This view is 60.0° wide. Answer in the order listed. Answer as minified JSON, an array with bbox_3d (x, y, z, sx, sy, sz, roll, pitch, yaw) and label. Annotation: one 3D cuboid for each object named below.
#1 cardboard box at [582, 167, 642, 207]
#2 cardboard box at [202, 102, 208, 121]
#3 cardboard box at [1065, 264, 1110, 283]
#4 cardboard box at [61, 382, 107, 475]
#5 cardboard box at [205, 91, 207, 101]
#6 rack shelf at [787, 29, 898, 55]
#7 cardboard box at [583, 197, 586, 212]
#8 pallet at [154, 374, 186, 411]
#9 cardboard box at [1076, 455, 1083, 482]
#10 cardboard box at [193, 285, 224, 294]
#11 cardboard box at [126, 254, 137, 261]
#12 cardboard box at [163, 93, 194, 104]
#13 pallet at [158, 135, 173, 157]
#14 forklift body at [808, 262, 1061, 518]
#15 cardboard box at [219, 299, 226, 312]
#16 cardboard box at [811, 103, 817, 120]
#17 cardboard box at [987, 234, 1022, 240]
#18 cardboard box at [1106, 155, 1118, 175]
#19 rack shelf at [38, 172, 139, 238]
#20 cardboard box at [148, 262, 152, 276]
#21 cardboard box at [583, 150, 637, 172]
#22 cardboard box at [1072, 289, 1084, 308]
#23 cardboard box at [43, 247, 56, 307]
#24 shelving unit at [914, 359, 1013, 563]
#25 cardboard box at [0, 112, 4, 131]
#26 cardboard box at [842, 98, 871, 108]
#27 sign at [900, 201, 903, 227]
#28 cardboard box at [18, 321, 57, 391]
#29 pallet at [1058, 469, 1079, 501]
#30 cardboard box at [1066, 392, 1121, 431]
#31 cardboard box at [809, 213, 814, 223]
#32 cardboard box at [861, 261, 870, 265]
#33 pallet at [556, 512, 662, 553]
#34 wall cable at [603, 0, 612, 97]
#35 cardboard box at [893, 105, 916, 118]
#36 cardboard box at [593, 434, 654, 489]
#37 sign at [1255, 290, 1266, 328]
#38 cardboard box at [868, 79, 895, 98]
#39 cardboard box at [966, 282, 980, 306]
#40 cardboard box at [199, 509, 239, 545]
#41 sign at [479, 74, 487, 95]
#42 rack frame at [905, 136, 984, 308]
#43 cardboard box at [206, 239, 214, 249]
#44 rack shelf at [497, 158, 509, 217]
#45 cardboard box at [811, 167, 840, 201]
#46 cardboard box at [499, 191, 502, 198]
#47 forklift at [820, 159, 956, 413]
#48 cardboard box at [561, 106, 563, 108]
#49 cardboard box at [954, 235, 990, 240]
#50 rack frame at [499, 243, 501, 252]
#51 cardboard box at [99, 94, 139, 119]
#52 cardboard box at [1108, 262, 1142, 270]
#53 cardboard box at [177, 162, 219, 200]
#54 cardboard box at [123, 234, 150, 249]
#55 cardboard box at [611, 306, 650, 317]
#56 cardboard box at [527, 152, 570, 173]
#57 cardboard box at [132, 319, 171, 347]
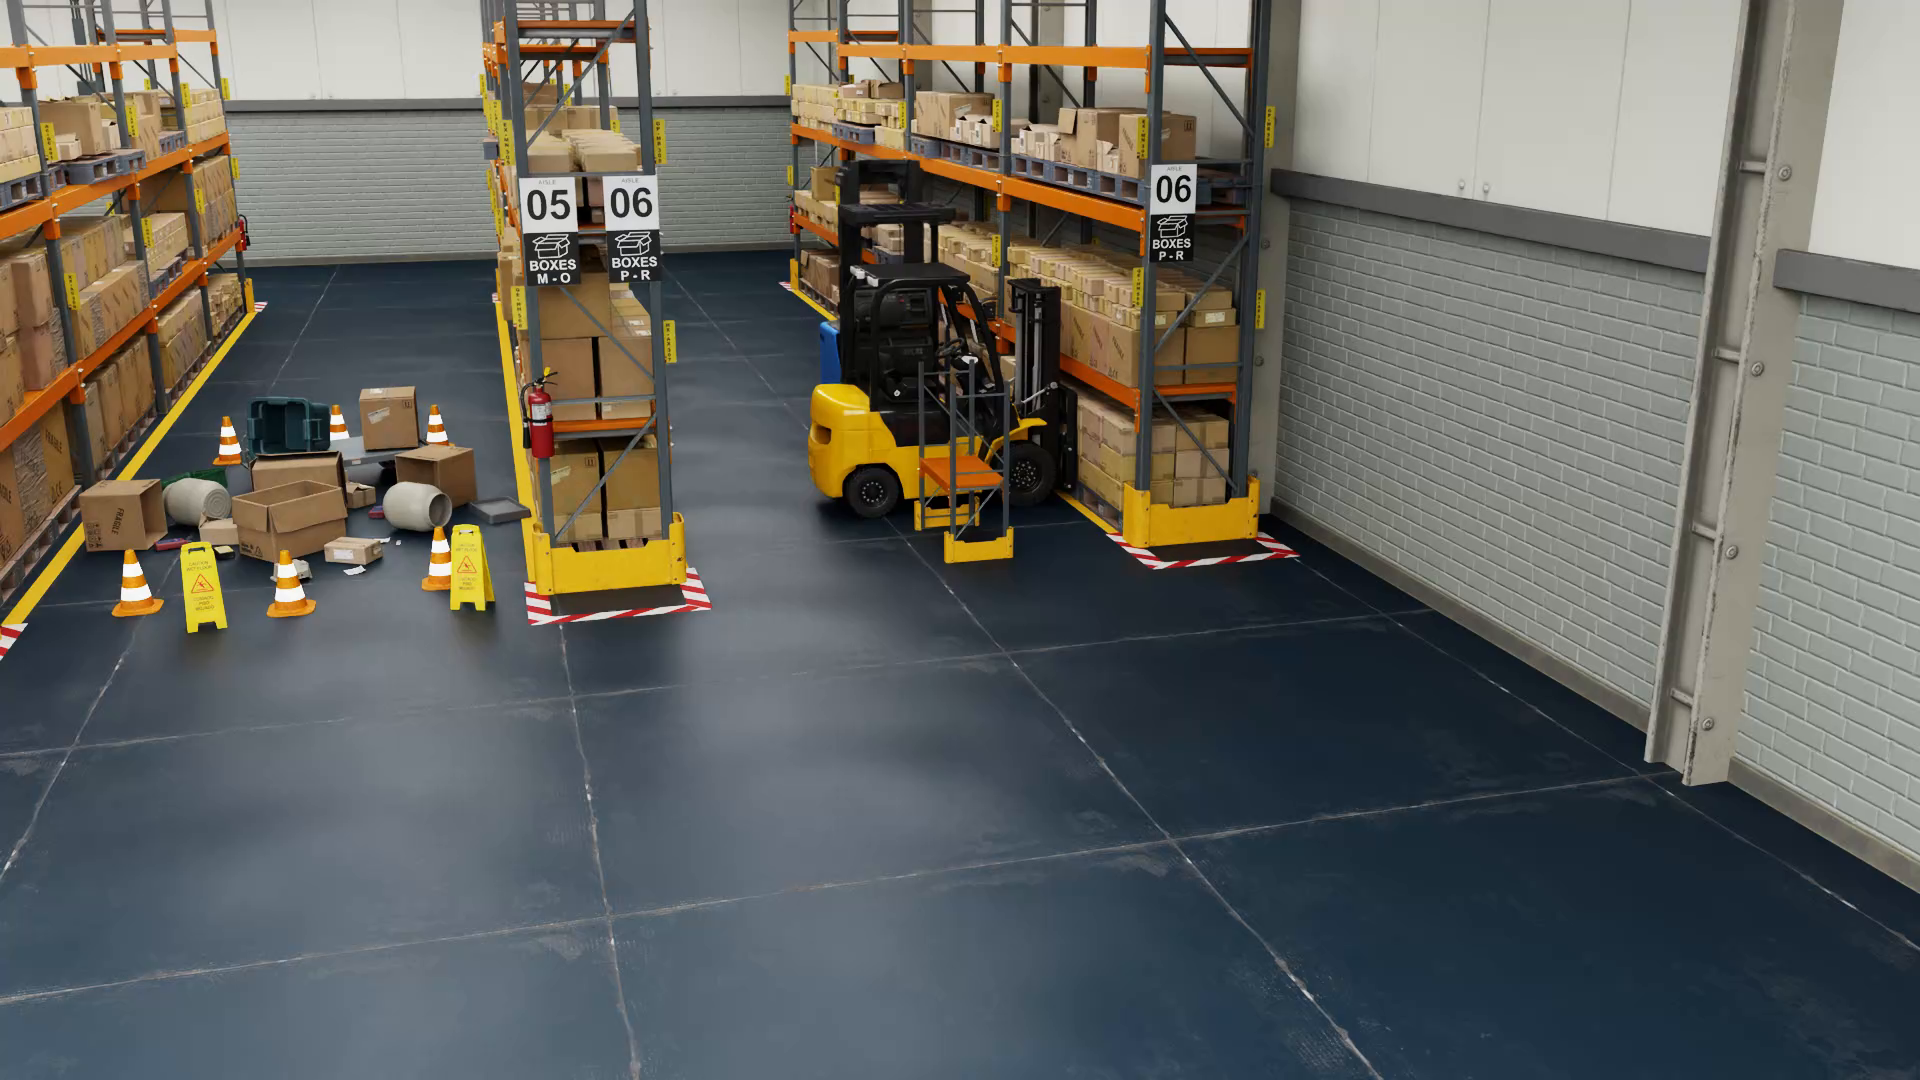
[{"bbox_3d":[-2.649,-2.740,12.888,0.500,0.250,0.500,-5,17,-16],"label":"cardboard box"},{"bbox_3d":[-11.117,-6.152,23.896,0.500,0.250,0.500,-5,18,-18],"label":"cardboard box"},{"bbox_3d":[1.224,-2.544,15.889,0.380,0.149,0.250,-5,17,-15],"label":"cardboard box"},{"bbox_3d":[-8.855,-1.048,15.906,1.050,0.750,0.750,-5,17,-16],"label":"cardboard box"},{"bbox_3d":[-11.288,-6.519,24.424,0.380,0.149,0.250,-5,17,-17],"label":"cardboard box"},{"bbox_3d":[-1.843,-7.865,26.250,1.077,0.370,4.000,-5,17,-15],"label":"rack shelf"},{"bbox_3d":[-2.912,-2.787,13.739,0.380,0.149,0.250,-5,18,-17],"label":"cardboard box"},{"bbox_3d":[-9.910,-1.747,19.900,1.003,0.211,1.213,-5,17,-15],"label":"pallet"},{"bbox_3d":[1.315,-0.732,15.726,0.500,0.250,0.500,-5,17,-15],"label":"cardboard box"},{"bbox_3d":[-11.196,-3.709,24.777,0.380,0.149,0.250,-5,18,-17],"label":"cardboard box"},{"bbox_3d":[-9.637,-3.239,19.209,0.380,0.149,0.250,-4,17,-13],"label":"cardboard box"},{"bbox_3d":[-10.928,-6.155,23.214,0.380,0.149,0.250,-5,18,-17],"label":"cardboard box"},{"bbox_3d":[-10.441,-4.853,20.507,1.213,0.211,1.003,-5,17,-15],"label":"pallet"},{"bbox_3d":[-0.271,-1.440,15.506,2.313,2.155,1.214,-5,17,-15],"label":"forklift body"},{"bbox_3d":[-10.979,-3.431,24.369,0.380,0.149,0.250,-5,17,-16],"label":"cardboard box"},{"bbox_3d":[-2.081,-6.832,26.510,0.500,0.250,0.500,-5,17,-16],"label":"cardboard box"},{"bbox_3d":[0.531,-3.540,19.722,0.380,0.149,0.250,-4,17,-14],"label":"cardboard box"},{"bbox_3d":[1.485,-3.236,14.331,0.380,0.149,0.250,-5,17,-17],"label":"cardboard box"},{"bbox_3d":[-9.147,-3.405,16.609,1.077,0.370,4.000,-5,17,-15],"label":"rack shelf"},{"bbox_3d":[-9.700,-3.161,19.467,0.380,0.149,0.250,-4,17,-13],"label":"cardboard box"},{"bbox_3d":[-2.668,-2.885,12.679,0.380,0.149,0.250,-5,17,-16],"label":"cardboard box"},{"bbox_3d":[1.264,-2.251,15.430,0.380,0.149,0.250,-5,17,-15],"label":"cardboard box"},{"bbox_3d":[-8.740,-2.423,15.393,0.700,0.500,0.500,-5,17,-16],"label":"cardboard box"},{"bbox_3d":[0.021,-0.697,14.166,0.587,1.500,1.083,-5,17,-15],"label":"shelving unit"},{"bbox_3d":[-7.911,-3.350,13.325,0.380,0.149,0.250,-5,17,-15],"label":"cardboard box"},{"bbox_3d":[-1.491,-6.307,24.038,0.380,0.149,0.250,-4,17,-14],"label":"cardboard box"},{"bbox_3d":[-0.713,-4.150,21.178,0.100,0.325,0.005,-5,17,-15],"label":"sign"},{"bbox_3d":[-8.312,-1.580,14.237,0.875,0.550,0.550,-5,17,-15],"label":"cardboard box"},{"bbox_3d":[1.423,-0.675,16.333,1.003,0.211,1.213,-5,17,-15],"label":"pallet"},{"bbox_3d":[1.284,-1.211,15.582,0.500,0.250,0.500,-4,17,-15],"label":"cardboard box"},{"bbox_3d":[-2.260,-5.298,27.313,0.380,0.149,0.250,-5,17,-17],"label":"cardboard box"},{"bbox_3d":[-1.333,-4.054,24.704,0.380,0.149,0.250,-6,18,-18],"label":"cardboard box"},{"bbox_3d":[-2.977,0.015,14.036,1.003,0.211,1.213,-5,17,-15],"label":"pallet"},{"bbox_3d":[-5.585,-10.209,32.731,2.988,3.039,0.133,-5,17,-15],"label":"wall cable"},{"bbox_3d":[-0.665,-5.599,21.714,0.380,0.149,0.250,-5,18,-17],"label":"cardboard box"},{"bbox_3d":[-2.878,-0.711,14.353,0.500,0.500,0.500,-5,18,-17],"label":"cardboard box"},{"bbox_3d":[2.540,-1.961,14.122,0.100,0.325,0.005,-5,17,-15],"label":"sign"},{"bbox_3d":[-1.143,-6.612,24.331,0.396,0.266,0.258,-5,17,-16],"label":"cardboard box"},{"bbox_3d":[0.372,-2.758,18.679,0.500,0.250,0.500,-5,17,-16],"label":"cardboard box"},{"bbox_3d":[-6.355,-0.120,14.390,0.396,0.266,0.258,-2,17,-6],"label":"cardboard box"},{"bbox_3d":[-7.699,-7.349,26.832,0.100,0.325,0.005,-5,17,-15],"label":"sign"},{"bbox_3d":[-0.194,-3.679,21.484,1.000,3.000,0.127,-5,17,-15],"label":"rack frame"},{"bbox_3d":[-10.901,-4.242,23.796,0.380,0.149,0.250,-4,17,-14],"label":"cardboard box"},{"bbox_3d":[-4.416,-3.824,18.005,1.077,0.370,4.000,-5,17,-15],"label":"rack shelf"},{"bbox_3d":[-2.114,-5.760,26.852,0.500,0.500,0.500,-4,17,-14],"label":"cardboard box"},{"bbox_3d":[-5.638,-4.213,21.353,0.500,0.500,0.500,-5,17,-15],"label":"cardboard box"},{"bbox_3d":[-0.687,-2.523,17.757,1.130,2.935,3.031,-5,18,-17],"label":"forklift"},{"bbox_3d":[-5.621,-5.759,22.623,0.500,0.311,0.500,-5,17,-15],"label":"cardboard box"},{"bbox_3d":[0.140,-3.505,19.606,0.380,0.149,0.250,-5,17,-15],"label":"cardboard box"},{"bbox_3d":[-7.164,-5.498,27.541,1.000,3.000,0.127,-5,17,-15],"label":"rack frame"},{"bbox_3d":[-9.685,-4.993,19.142,0.396,0.266,0.258,-5,17,-15],"label":"cardboard box"},{"bbox_3d":[1.644,-2.579,16.007,0.380,0.149,0.250,-4,17,-14],"label":"cardboard box"},{"bbox_3d":[-11.091,-5.212,24.159,0.500,0.500,0.500,-5,18,-17],"label":"cardboard box"},{"bbox_3d":[-9.777,-3.517,19.619,0.380,0.149,0.250,-5,17,-16],"label":"cardboard box"},{"bbox_3d":[-2.917,-1.699,14.205,0.500,0.500,0.500,-5,17,-16],"label":"cardboard box"},{"bbox_3d":[-3.144,-2.841,12.531,0.380,0.149,0.250,-5,17,-15],"label":"cardboard box"},{"bbox_3d":[-9.654,-2.439,19.669,0.500,0.250,0.500,-6,18,-18],"label":"cardboard box"}]
